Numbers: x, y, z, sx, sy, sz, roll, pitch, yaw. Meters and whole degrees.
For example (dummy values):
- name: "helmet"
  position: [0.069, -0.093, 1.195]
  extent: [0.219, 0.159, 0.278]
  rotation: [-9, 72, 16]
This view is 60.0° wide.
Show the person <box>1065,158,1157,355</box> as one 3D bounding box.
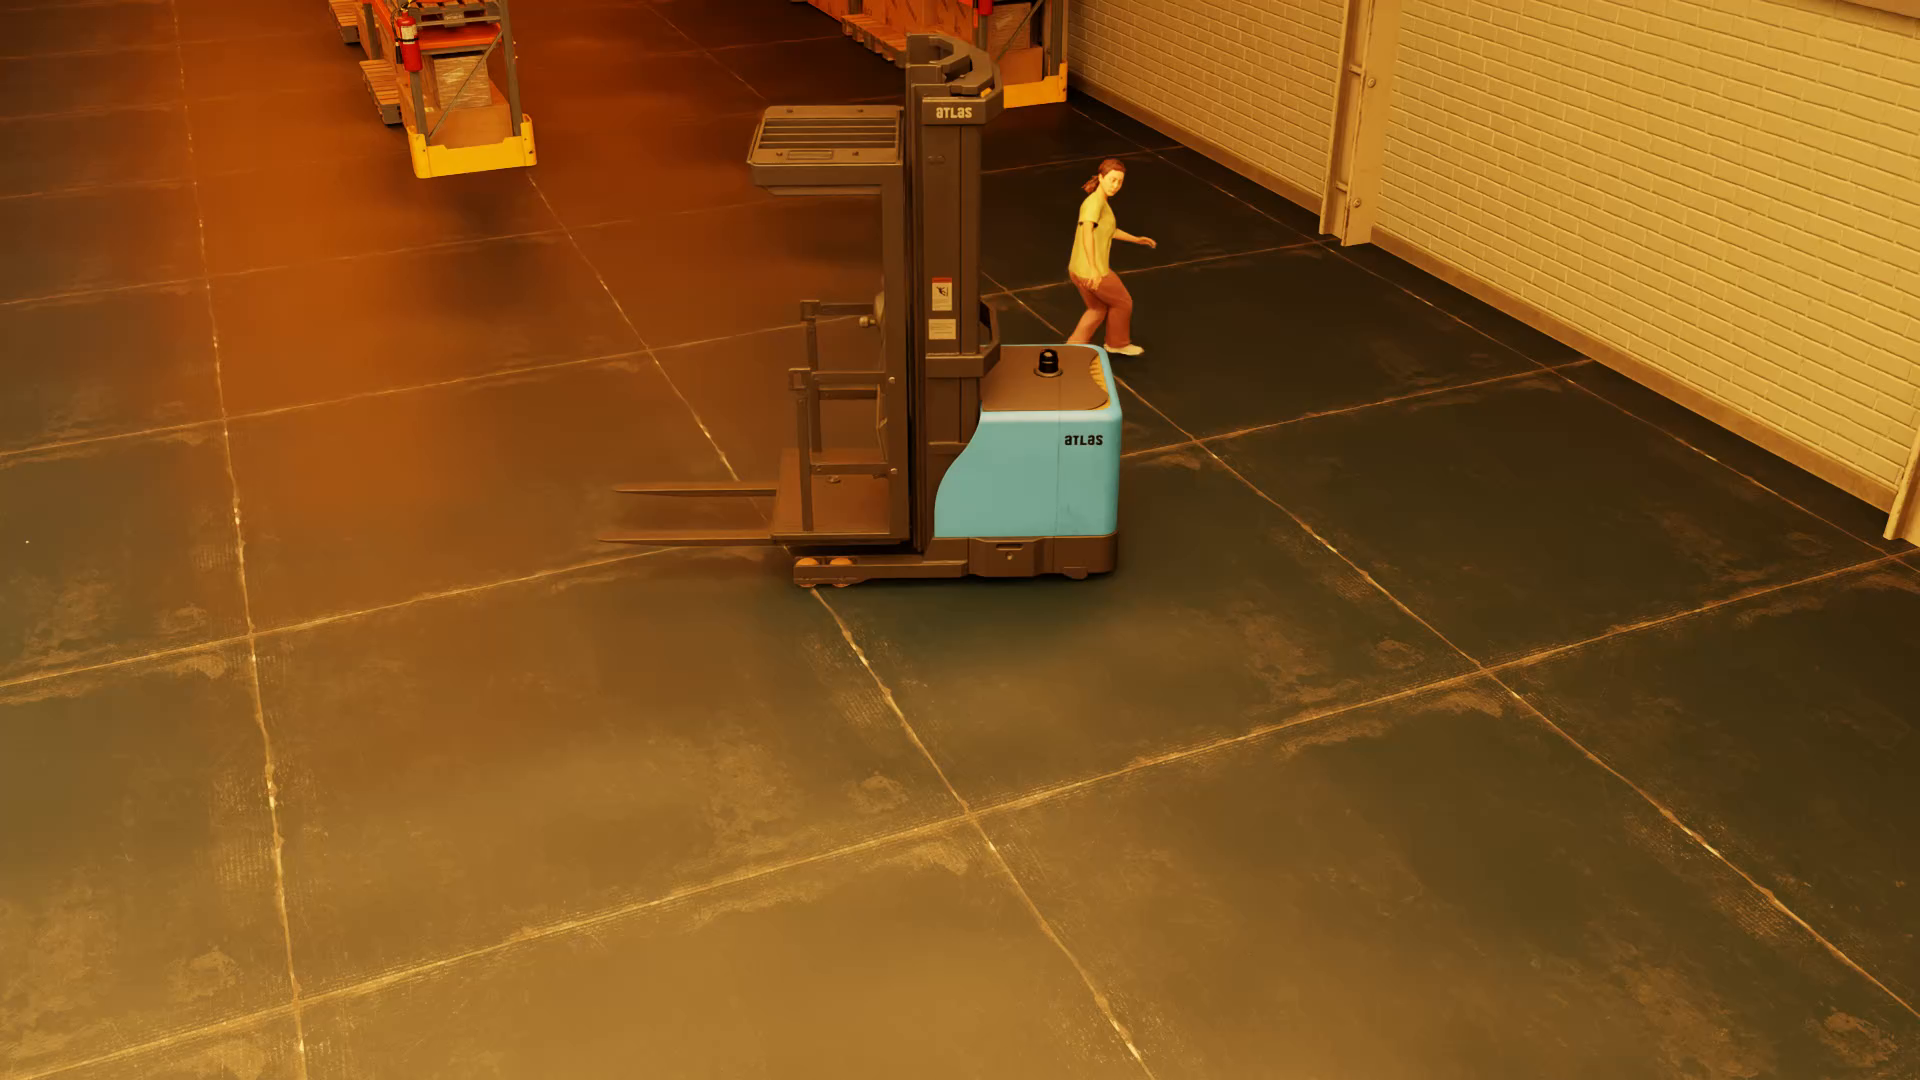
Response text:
- name: "person"
  position: [1.085, -1.942, 11.948]
  extent: [0.754, 1.538, 0.706]
  rotation: [-9, 31, -15]

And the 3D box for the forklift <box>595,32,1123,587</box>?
- name: "forklift"
  position: [-0.610, -1.265, 9.333]
  extent: [3.031, 2.935, 1.130]
  rotation: [-1, 30, -1]
